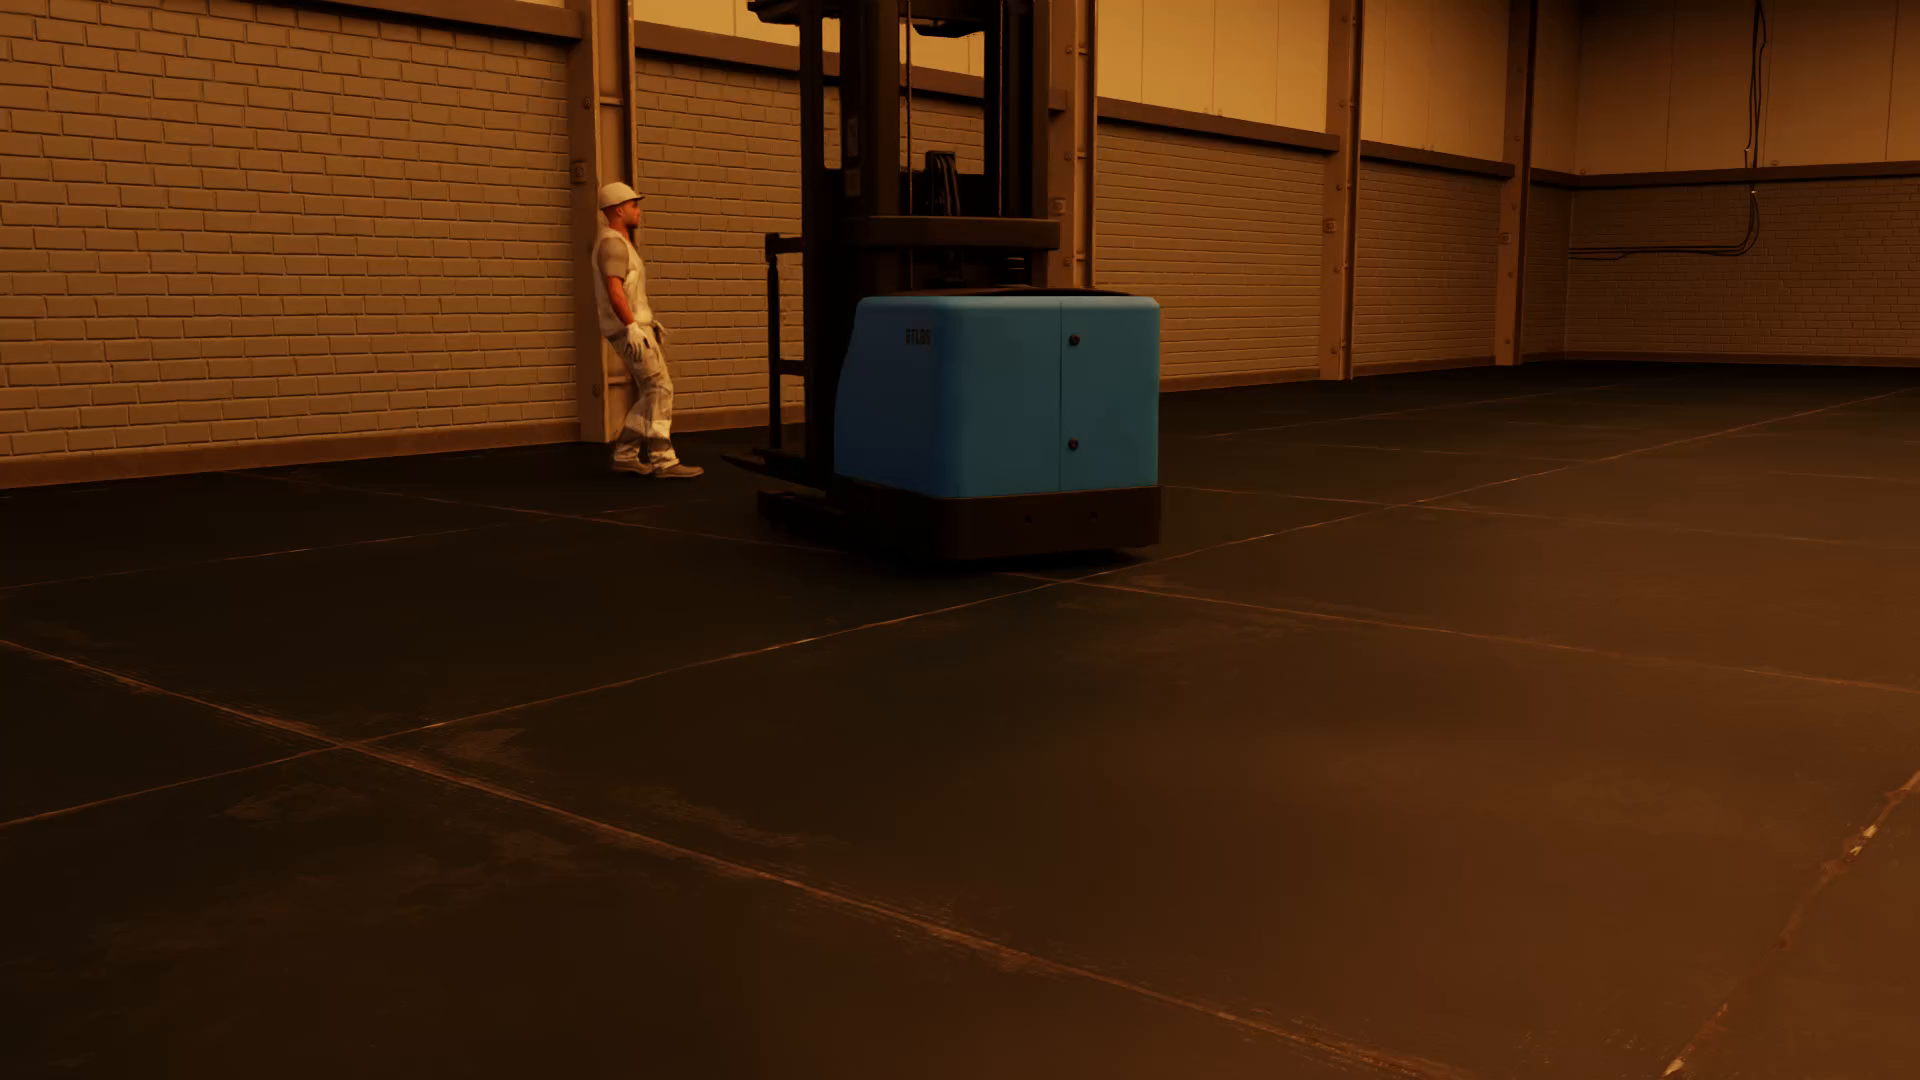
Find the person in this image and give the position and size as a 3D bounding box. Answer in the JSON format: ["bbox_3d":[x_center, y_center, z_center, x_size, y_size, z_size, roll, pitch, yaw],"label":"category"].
[{"bbox_3d":[-1.854,-1.242,9.902,0.634,1.749,0.738,-1,8,-6],"label":"person"}]

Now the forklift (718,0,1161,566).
[{"bbox_3d":[-0.310,-1.524,7.694,1.130,2.935,3.031,-4,9,-28],"label":"forklift"}]
